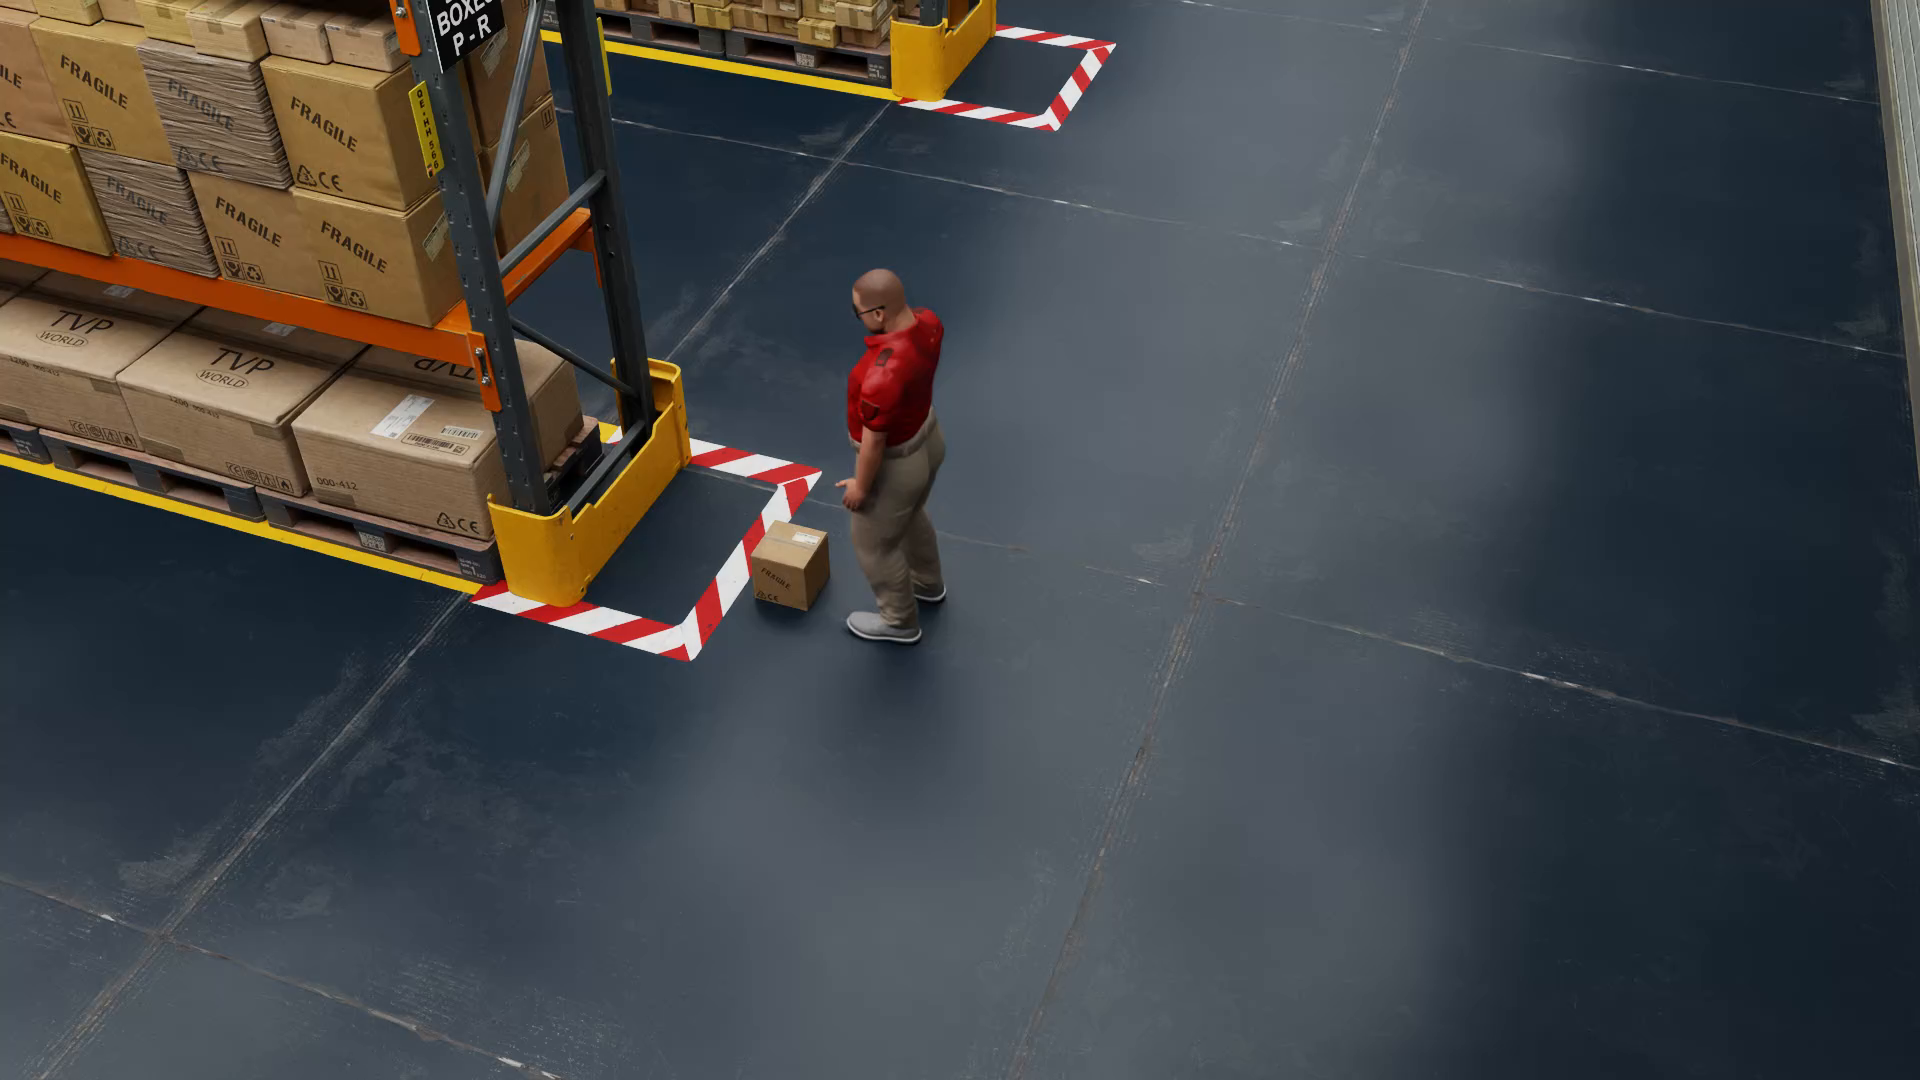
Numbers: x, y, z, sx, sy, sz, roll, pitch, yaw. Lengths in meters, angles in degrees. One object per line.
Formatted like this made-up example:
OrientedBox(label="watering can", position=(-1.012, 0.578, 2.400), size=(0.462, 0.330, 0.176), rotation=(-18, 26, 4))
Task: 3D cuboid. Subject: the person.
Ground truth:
OrientedBox(label="person", position=(-0.267, -0.310, 6.545), size=(0.363, 1.713, 0.538), rotation=(14, 43, 16))
